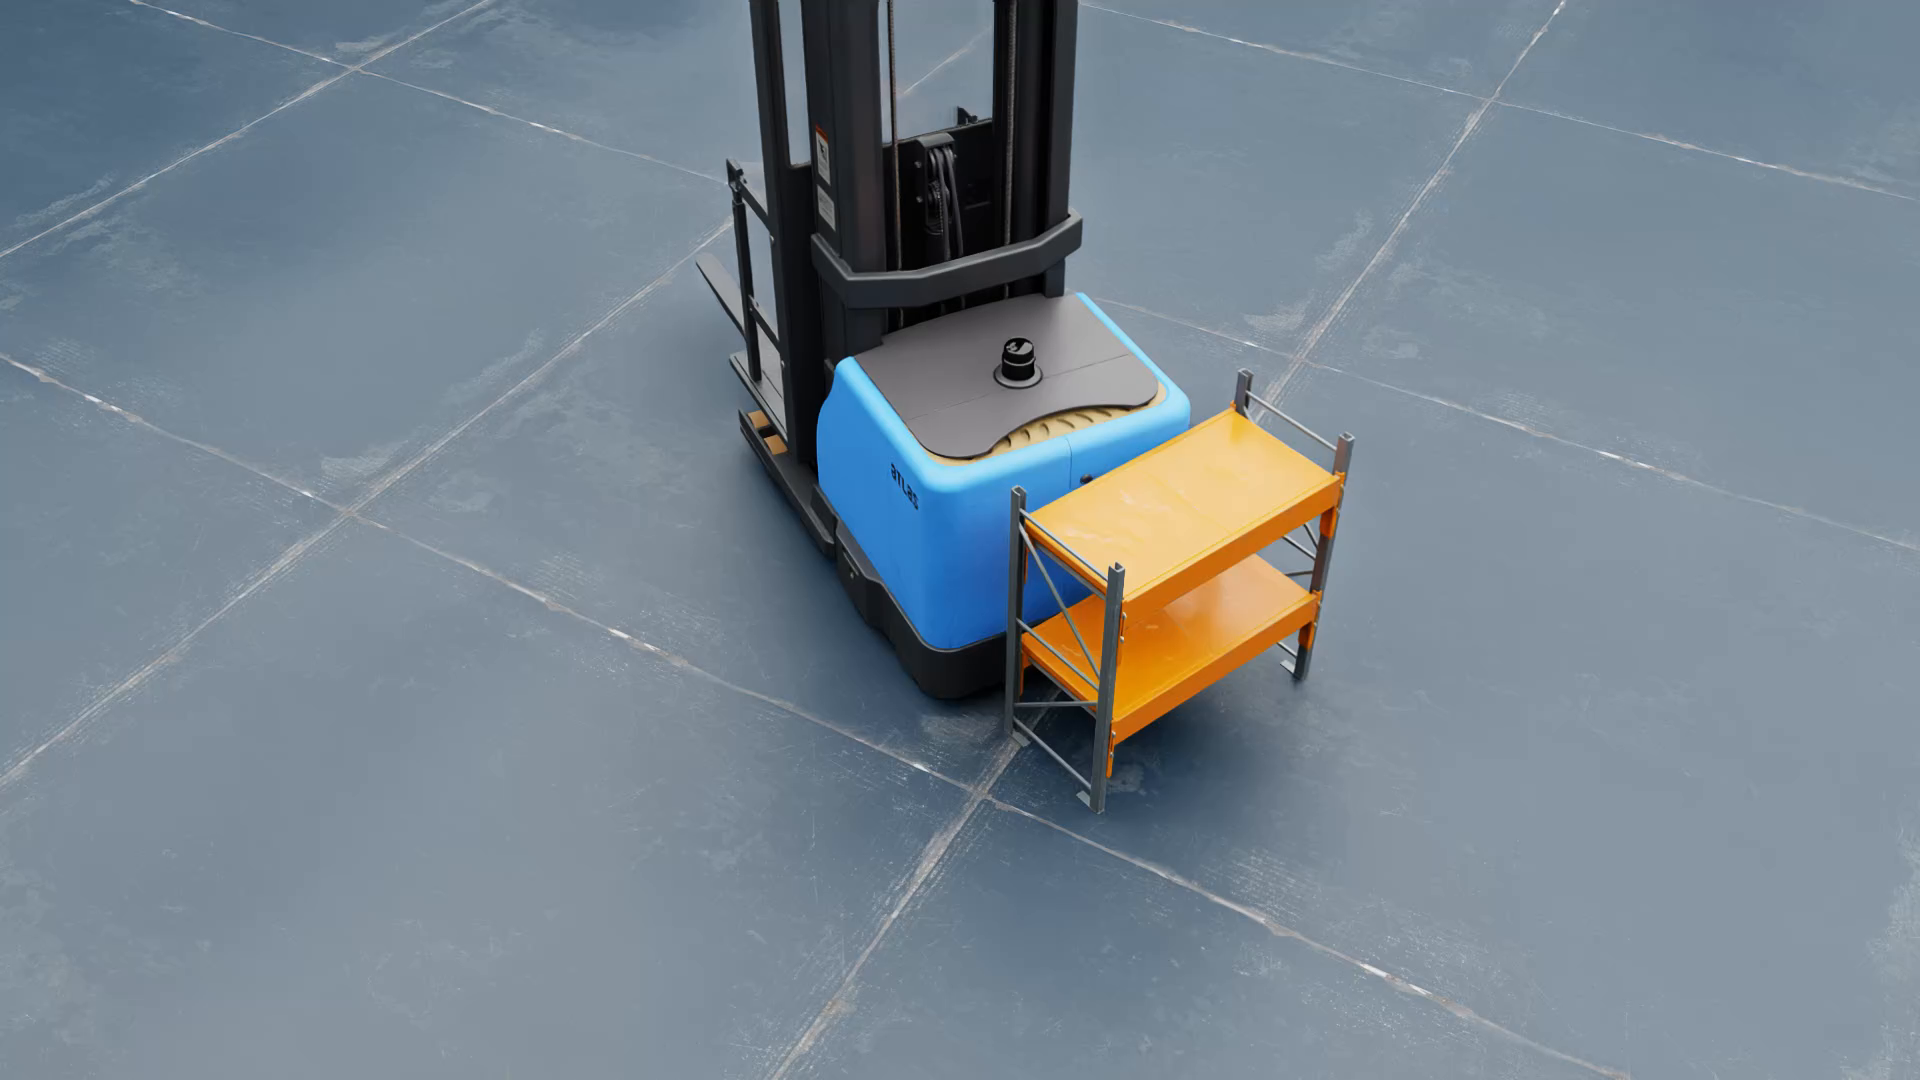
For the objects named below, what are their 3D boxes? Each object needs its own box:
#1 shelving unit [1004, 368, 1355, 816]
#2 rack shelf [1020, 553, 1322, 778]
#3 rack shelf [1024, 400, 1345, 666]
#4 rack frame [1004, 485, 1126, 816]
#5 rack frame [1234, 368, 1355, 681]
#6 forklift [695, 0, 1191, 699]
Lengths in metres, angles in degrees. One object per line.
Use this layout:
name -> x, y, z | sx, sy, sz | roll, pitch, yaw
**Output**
shelving unit -> 0.724, 0.174, 5.701 | 1.048, 1.125, 0.538 | -28, 48, -28
rack shelf -> 0.724, 0.358, 5.862 | 1.000, 0.278, 0.538 | -28, 48, -28
rack shelf -> 0.724, -0.045, 5.507 | 1.000, 0.278, 0.538 | -28, 48, -28
rack frame -> 0.326, 0.383, 5.463 | 0.032, 1.125, 0.500 | -28, 48, -28
rack frame -> 1.122, -0.035, 5.938 | 0.032, 1.125, 0.500 | -28, 48, -28
forklift -> -0.296, -1.499, 6.235 | 1.130, 2.935, 3.031 | -18, 44, -19
